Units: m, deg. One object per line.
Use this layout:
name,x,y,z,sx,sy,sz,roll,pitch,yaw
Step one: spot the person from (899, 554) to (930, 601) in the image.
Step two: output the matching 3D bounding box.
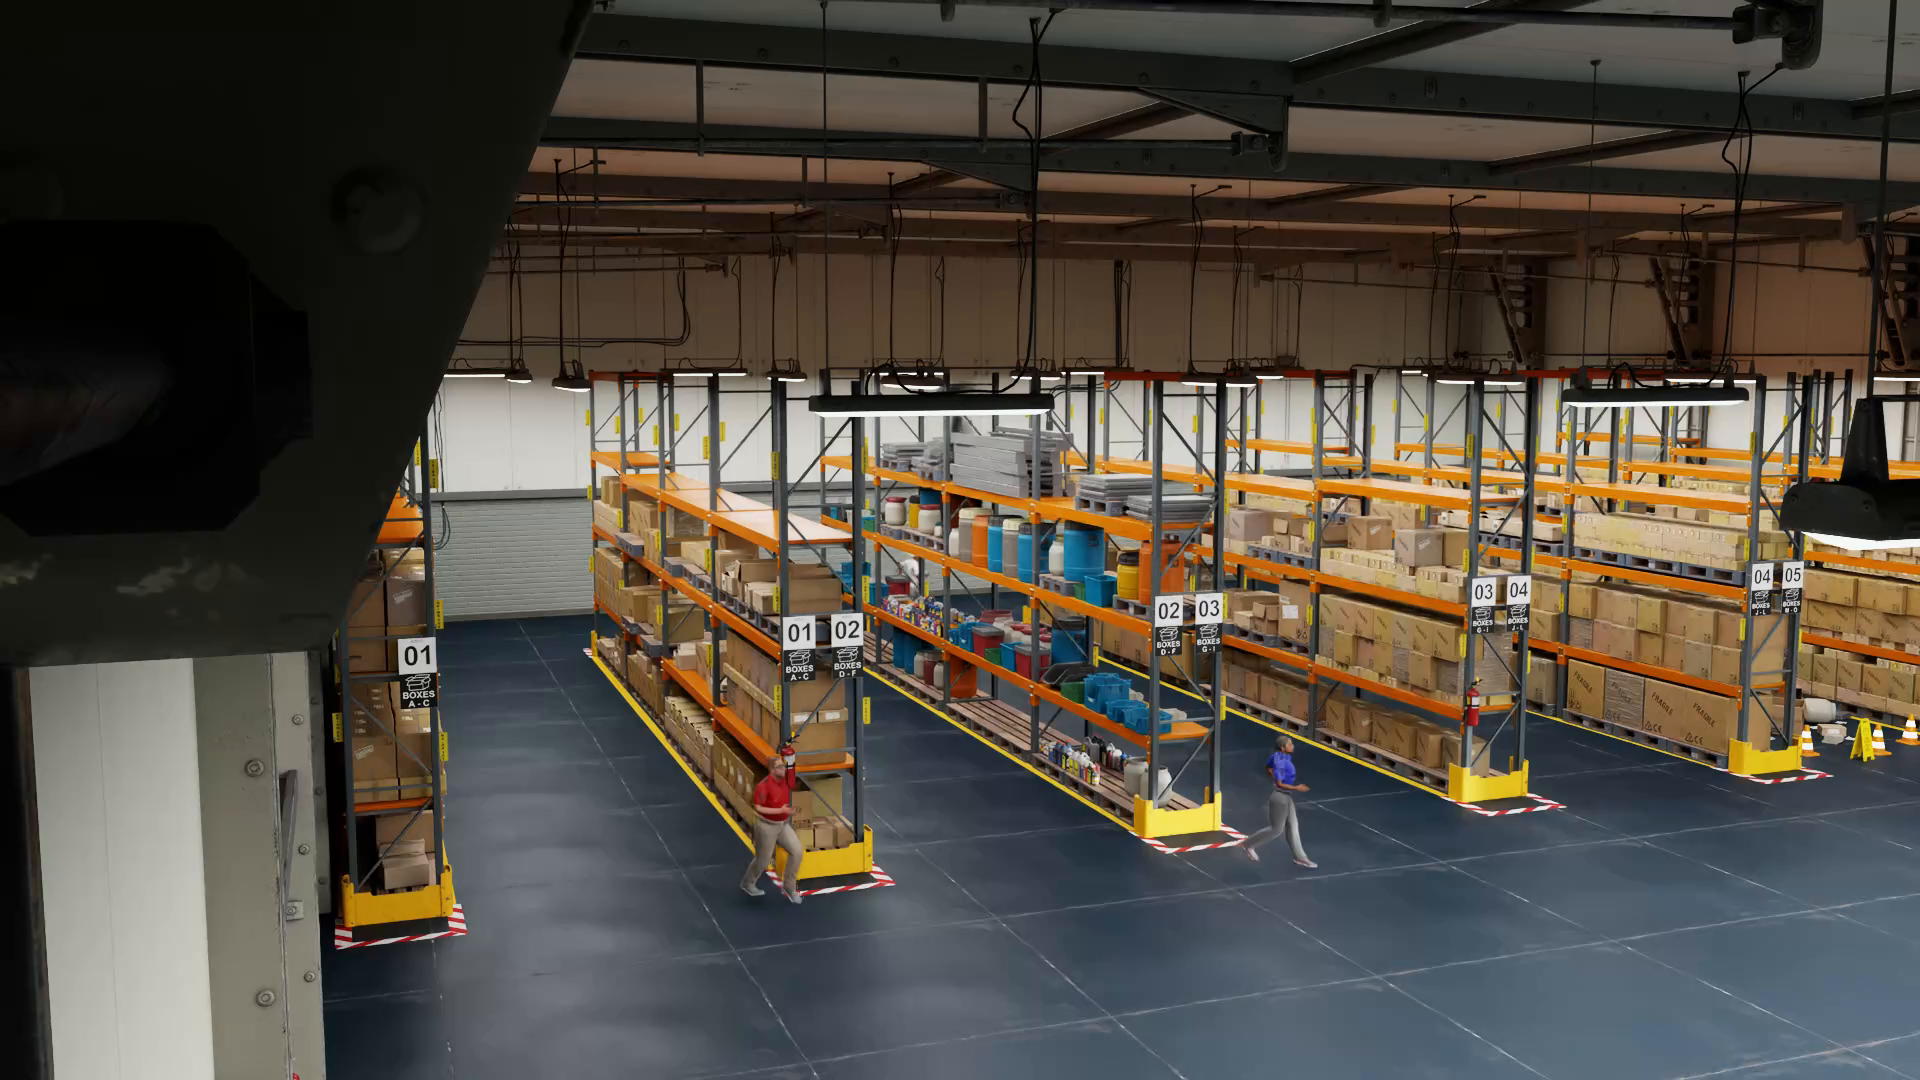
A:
person,-1.117,1.094,39.141,0.815,1.765,0.732,-1,7,-13

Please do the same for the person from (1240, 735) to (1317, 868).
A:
person,3.965,3.214,20.475,0.891,1.654,0.594,2,7,15

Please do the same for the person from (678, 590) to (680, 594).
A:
person,-6.413,1.336,36.912,0.984,1.753,0.718,6,9,42

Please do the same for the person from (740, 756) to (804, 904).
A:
person,-2.181,3.360,19.223,0.837,1.770,0.673,4,7,31
